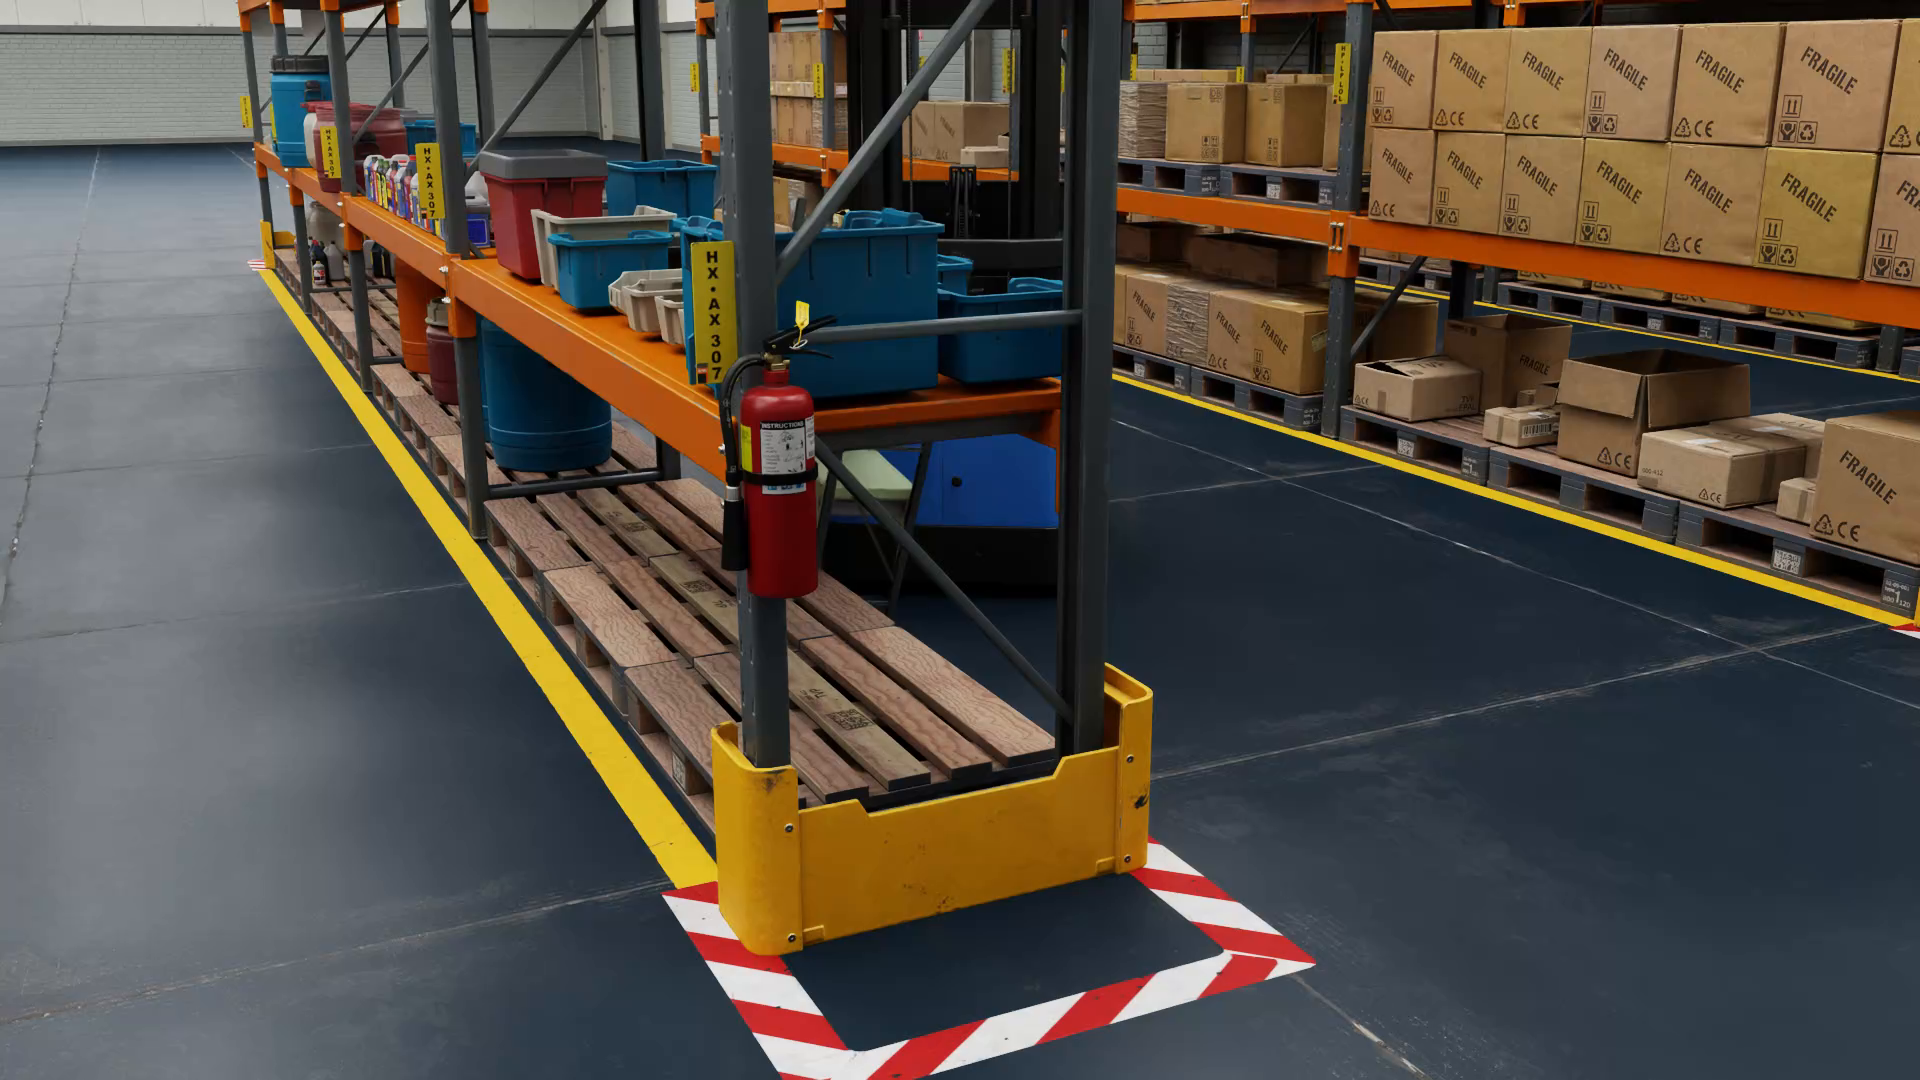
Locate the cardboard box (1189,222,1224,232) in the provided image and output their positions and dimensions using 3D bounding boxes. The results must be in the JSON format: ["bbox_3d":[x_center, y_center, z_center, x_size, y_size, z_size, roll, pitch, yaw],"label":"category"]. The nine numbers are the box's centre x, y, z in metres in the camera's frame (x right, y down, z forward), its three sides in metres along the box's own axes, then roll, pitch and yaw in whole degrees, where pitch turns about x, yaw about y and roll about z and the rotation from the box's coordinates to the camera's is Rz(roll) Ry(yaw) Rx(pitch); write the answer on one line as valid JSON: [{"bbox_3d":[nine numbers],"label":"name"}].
[{"bbox_3d":[3.079,-3.952,19.818,0.500,0.500,0.500,-9,18,-29],"label":"cardboard box"}]

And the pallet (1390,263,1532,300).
[{"bbox_3d":[4.981,-2.551,16.258,1.003,0.211,1.213,-8,18,-25],"label":"pallet"}]

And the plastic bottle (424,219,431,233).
[{"bbox_3d":[-2.676,-1.723,8.542,0.152,0.276,0.135,-8,18,-25],"label":"plastic bottle"}]

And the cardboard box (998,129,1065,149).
[{"bbox_3d":[0.653,-3.300,13.975,0.500,0.311,0.500,-8,18,-26],"label":"cardboard box"}]

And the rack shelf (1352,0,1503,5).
[{"bbox_3d":[3.499,-2.706,7.609,1.077,0.370,4.000,-8,18,-25],"label":"rack shelf"}]

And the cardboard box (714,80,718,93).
[{"bbox_3d":[-2.656,-5.318,19.488,0.380,0.149,0.250,-8,18,-25],"label":"cardboard box"}]

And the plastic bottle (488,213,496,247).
[{"bbox_3d":[-2.191,-1.491,7.870,0.097,0.201,0.097,0,16,0],"label":"plastic bottle"}]

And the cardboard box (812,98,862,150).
[{"bbox_3d":[-1.082,-4.247,16.931,0.700,0.500,0.500,-8,18,-26],"label":"cardboard box"}]

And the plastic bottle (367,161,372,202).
[{"bbox_3d":[-3.658,-2.260,10.422,0.097,0.271,0.097,0,16,0],"label":"plastic bottle"}]

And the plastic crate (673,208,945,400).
[{"bbox_3d":[-0.394,-0.623,4.311,0.616,0.435,0.499,-8,18,-25],"label":"plastic crate"}]

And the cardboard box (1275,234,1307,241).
[{"bbox_3d":[3.907,-3.519,18.309,0.700,0.500,0.500,-7,17,-23],"label":"cardboard box"}]

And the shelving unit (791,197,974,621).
[{"bbox_3d":[-0.451,-0.492,6.523,0.431,1.500,0.755,1,24,-29],"label":"shelving unit"}]

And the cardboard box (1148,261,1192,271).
[{"bbox_3d":[1.718,-1.776,12.236,0.500,0.500,0.500,-8,18,-27],"label":"cardboard box"}]

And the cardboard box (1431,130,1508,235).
[{"bbox_3d":[2.829,-1.868,8.642,0.500,0.500,0.500,-7,18,-24],"label":"cardboard box"}]

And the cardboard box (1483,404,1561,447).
[{"bbox_3d":[3.000,-0.612,8.785,0.380,0.166,0.250,-8,18,-25],"label":"cardboard box"}]

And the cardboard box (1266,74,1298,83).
[{"bbox_3d":[3.762,-4.819,18.125,0.700,0.500,0.500,-8,18,-25],"label":"cardboard box"}]

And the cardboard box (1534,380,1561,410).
[{"bbox_3d":[3.456,-0.732,8.941,0.500,0.311,0.500,-8,18,-25],"label":"cardboard box"}]

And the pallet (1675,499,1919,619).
[{"bbox_3d":[3.992,0.010,7.335,1.003,0.211,1.213,-8,18,-25],"label":"pallet"}]

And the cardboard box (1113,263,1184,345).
[{"bbox_3d":[1.263,-1.706,11.993,0.500,0.500,0.500,-8,18,-26],"label":"cardboard box"}]

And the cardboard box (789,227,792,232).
[{"bbox_3d":[-1.491,-3.184,17.631,0.500,0.250,0.500,-8,18,-25],"label":"cardboard box"}]

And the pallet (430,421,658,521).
[{"bbox_3d":[-2.132,-0.365,8.638,1.003,0.211,1.213,-8,18,-25],"label":"pallet"}]

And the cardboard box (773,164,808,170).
[{"bbox_3d":[-2.132,-4.225,19.901,0.500,0.500,0.500,-8,18,-25],"label":"cardboard box"}]

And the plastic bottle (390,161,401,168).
[{"bbox_3d":[-3.401,-2.153,10.047,0.097,0.271,0.097,0,16,0],"label":"plastic bottle"}]

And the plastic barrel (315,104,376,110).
[{"bbox_3d":[-4.603,-3.005,12.536,0.433,0.535,0.433,0,16,0],"label":"plastic barrel"}]

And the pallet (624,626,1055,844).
[{"bbox_3d":[-0.405,0.614,5.227,1.003,0.211,1.213,-8,18,-25],"label":"pallet"}]

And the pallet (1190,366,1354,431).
[{"bbox_3d":[2.233,-0.963,10.724,1.003,0.211,1.213,-8,18,-25],"label":"pallet"}]

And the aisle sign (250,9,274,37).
[{"bbox_3d":[-7.383,-5.716,17.518,0.394,0.787,0.004,-8,18,-25],"label":"aisle sign"}]

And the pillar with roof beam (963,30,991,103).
[{"bbox_3d":[-3.597,-9.463,24.413,9.100,9.000,0.400,-8,18,-25],"label":"pillar with roof beam"}]

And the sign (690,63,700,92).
[{"bbox_3d":[-3.136,-5.470,19.662,0.100,0.325,0.005,-8,18,-25],"label":"sign"}]

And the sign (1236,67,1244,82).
[{"bbox_3d":[3.085,-5.038,18.299,0.100,0.325,0.005,-8,18,-25],"label":"sign"}]

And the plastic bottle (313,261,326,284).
[{"bbox_3d":[-5.775,-2.411,14.989,0.097,0.201,0.097,0,16,0],"label":"plastic bottle"}]

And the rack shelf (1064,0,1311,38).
[{"bbox_3d":[2.694,-6.281,20.067,1.077,0.370,4.000,-8,18,-25],"label":"rack shelf"}]

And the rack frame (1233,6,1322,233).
[{"bbox_3d":[3.570,-4.689,18.654,1.000,3.000,0.127,-8,18,-25],"label":"rack frame"}]

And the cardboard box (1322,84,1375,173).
[{"bbox_3d":[2.617,-2.501,10.084,0.500,0.500,0.700,15,22,42],"label":"cardboard box"}]

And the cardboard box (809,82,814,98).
[{"bbox_3d":[-1.300,-4.553,16.820,0.380,0.149,0.250,-8,18,-26],"label":"cardboard box"}]

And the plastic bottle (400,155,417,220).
[{"bbox_3d":[-3.011,-1.946,9.184,0.144,0.351,0.185,-8,18,-25],"label":"plastic bottle"}]

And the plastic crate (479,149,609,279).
[{"bbox_3d":[-1.666,-1.316,6.675,0.402,0.464,0.583,-8,18,-25],"label":"plastic crate"}]

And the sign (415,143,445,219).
[{"bbox_3d":[-2.327,-1.576,7.301,0.100,0.325,0.005,-8,18,-25],"label":"sign"}]

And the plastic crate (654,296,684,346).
[{"bbox_3d":[-0.713,-0.673,5.026,0.396,0.136,0.243,-8,18,-25],"label":"plastic crate"}]

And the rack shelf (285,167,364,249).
[{"bbox_3d":[-4.460,-2.650,12.853,1.077,0.370,4.000,-8,18,-25],"label":"rack shelf"}]

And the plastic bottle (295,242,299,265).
[{"bbox_3d":[-6.491,-2.844,16.351,0.061,0.283,0.133,-7,18,-24],"label":"plastic bottle"}]

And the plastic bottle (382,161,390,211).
[{"bbox_3d":[-3.363,-2.087,9.798,0.061,0.283,0.133,-8,18,-25],"label":"plastic bottle"}]

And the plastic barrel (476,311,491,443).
[{"bbox_3d":[-2.365,-1.014,8.890,0.600,0.901,0.708,-8,18,-25],"label":"plastic barrel"}]

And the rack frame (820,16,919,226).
[{"bbox_3d":[-0.882,-4.090,16.564,1.000,3.000,0.127,-8,18,-25],"label":"rack frame"}]

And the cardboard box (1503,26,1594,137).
[{"bbox_3d":[3.028,-2.229,8.085,0.500,0.500,0.500,-8,18,-27],"label":"cardboard box"}]

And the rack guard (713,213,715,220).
[{"bbox_3d":[-2.645,-3.886,20.386,1.175,0.500,0.348,-8,18,-25],"label":"rack guard"}]

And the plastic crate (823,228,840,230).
[{"bbox_3d":[-0.599,-0.967,5.877,0.416,0.233,0.300,-8,18,-25],"label":"plastic crate"}]

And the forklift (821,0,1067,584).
[{"bbox_3d":[0.051,-1.582,7.949,1.130,2.935,3.031,1,16,4],"label":"forklift"}]
